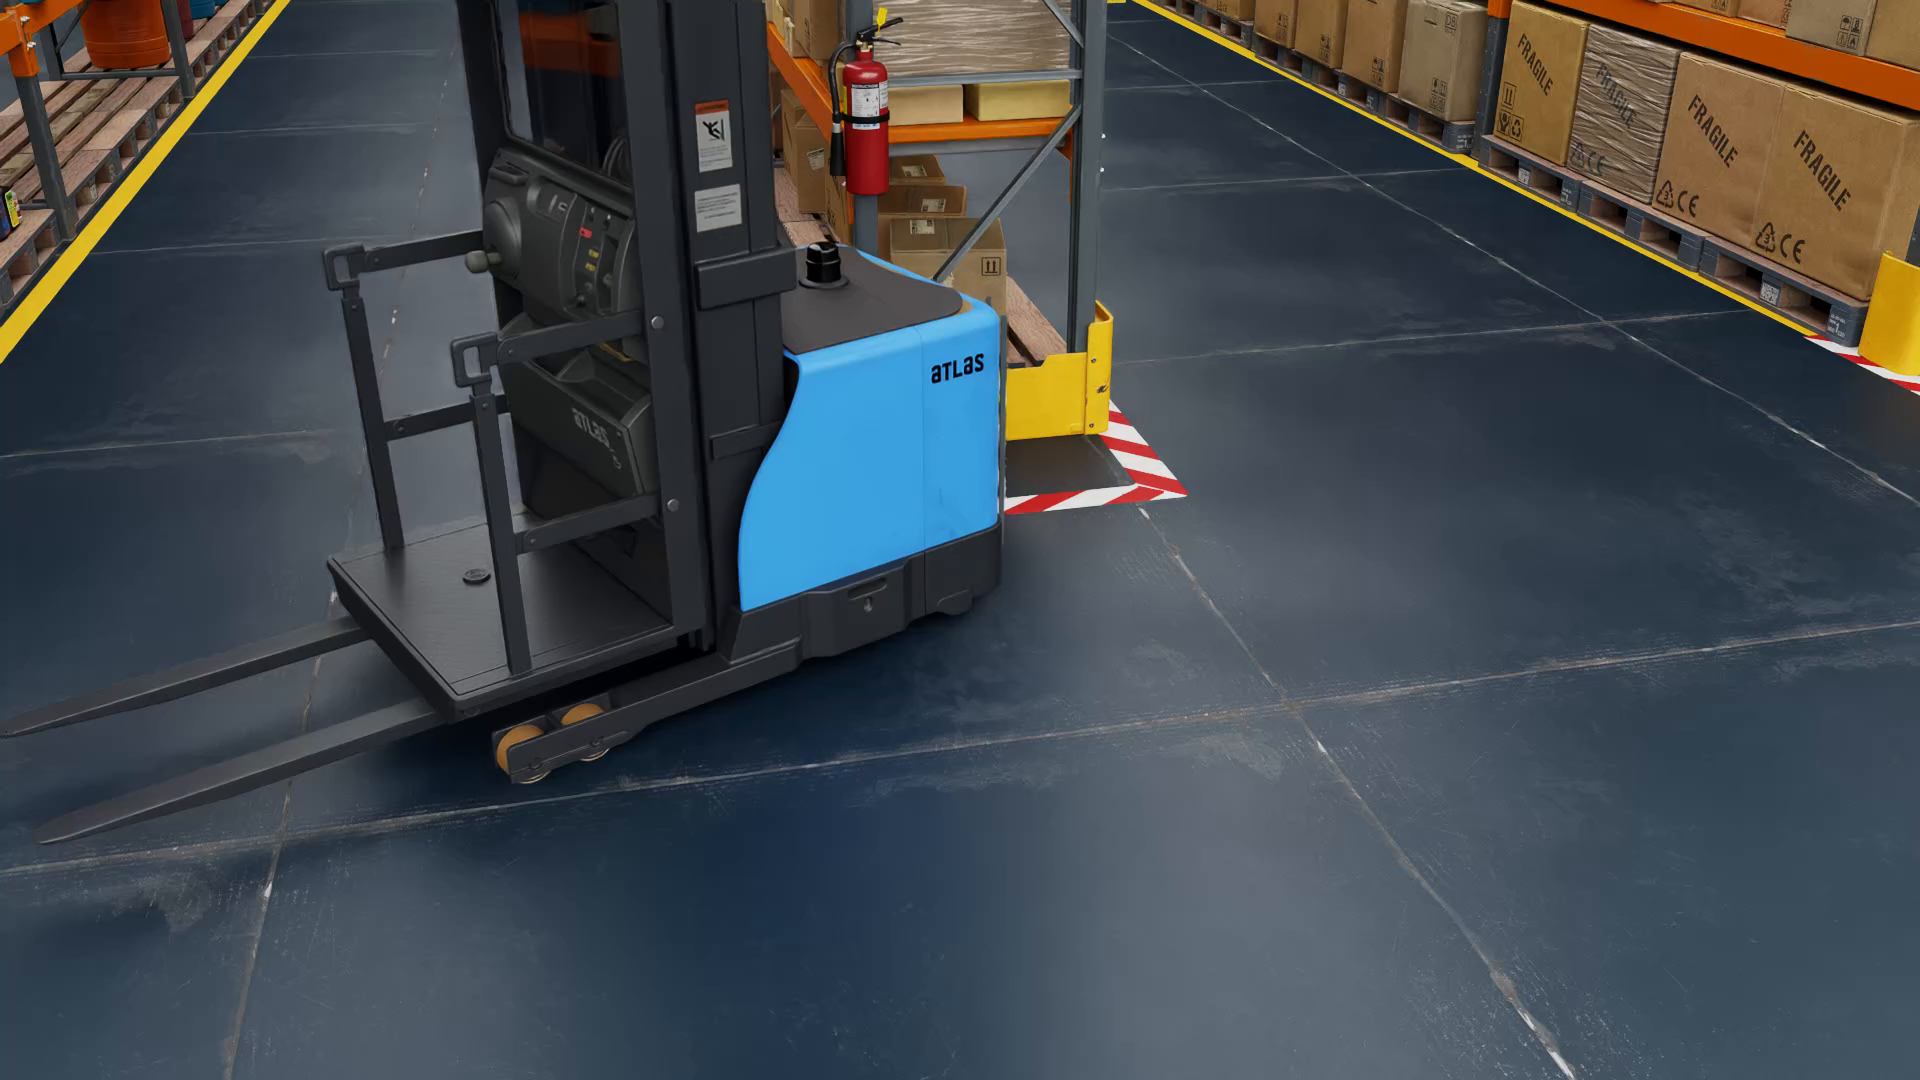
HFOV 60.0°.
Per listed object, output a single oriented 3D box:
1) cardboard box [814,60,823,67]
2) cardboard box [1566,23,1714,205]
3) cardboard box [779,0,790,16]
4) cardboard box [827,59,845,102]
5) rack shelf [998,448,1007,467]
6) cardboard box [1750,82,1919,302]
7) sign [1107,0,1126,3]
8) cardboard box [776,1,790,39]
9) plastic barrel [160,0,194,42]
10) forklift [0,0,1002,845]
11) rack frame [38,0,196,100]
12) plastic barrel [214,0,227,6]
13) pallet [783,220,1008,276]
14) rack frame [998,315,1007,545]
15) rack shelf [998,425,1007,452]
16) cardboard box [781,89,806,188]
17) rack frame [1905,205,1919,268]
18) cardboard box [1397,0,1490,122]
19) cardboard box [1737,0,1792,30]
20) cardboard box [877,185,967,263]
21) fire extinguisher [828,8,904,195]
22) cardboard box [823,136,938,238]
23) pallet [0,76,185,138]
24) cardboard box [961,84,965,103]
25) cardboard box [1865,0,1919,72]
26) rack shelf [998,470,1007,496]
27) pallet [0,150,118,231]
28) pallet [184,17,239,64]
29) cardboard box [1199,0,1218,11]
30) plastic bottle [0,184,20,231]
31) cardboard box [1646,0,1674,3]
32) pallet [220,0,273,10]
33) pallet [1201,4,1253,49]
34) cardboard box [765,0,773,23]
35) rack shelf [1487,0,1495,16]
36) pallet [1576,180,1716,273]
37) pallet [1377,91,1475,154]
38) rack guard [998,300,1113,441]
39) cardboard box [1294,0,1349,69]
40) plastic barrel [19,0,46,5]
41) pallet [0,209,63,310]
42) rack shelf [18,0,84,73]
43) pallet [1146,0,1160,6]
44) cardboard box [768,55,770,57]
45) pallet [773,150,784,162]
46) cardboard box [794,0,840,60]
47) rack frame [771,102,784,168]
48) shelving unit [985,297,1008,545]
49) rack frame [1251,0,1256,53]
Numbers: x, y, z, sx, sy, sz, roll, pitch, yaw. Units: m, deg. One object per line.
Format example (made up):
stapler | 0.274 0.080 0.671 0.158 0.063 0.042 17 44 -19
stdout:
cardboard box | -0.497 -2.326 7.808 0.380 0.149 0.250 -6 27 -12
cardboard box | 4.300 -2.563 9.890 0.875 0.875 0.875 -6 27 -11
cardboard box | -0.433 -2.860 8.147 0.875 0.500 0.500 -6 27 -12
cardboard box | -0.362 -1.993 7.149 0.380 0.149 0.250 -6 27 -12
rack shelf | 0.021 -0.305 6.129 0.258 0.077 0.200 -7 28 -13
cardboard box | 4.704 -1.776 8.332 0.875 0.875 0.875 -6 27 -11
sign | 0.594 -2.229 6.376 0.100 0.325 0.005 -6 27 -12
cardboard box | -0.729 -2.649 8.447 0.380 0.149 0.250 -6 27 -12
plastic barrel | -6.944 -4.616 14.276 0.600 0.588 0.708 -6 27 -12
forklift | -1.337 -0.869 4.718 3.031 2.935 1.130 -19 32 -33
rack frame | -6.563 -4.796 12.423 1.000 3.000 0.127 -6 27 -12
plastic barrel | -7.358 -5.562 15.804 0.600 0.901 0.708 -6 27 -12
pallet | -0.371 -1.470 8.928 1.003 0.211 1.213 -6 27 -12
rack frame | 0.047 -0.371 5.986 0.240 0.900 0.006 -7 28 -13
rack shelf | 0.021 -0.385 6.088 0.258 0.077 0.200 -7 28 -13
cardboard box | -0.785 -2.435 10.053 0.500 0.500 0.500 -7 28 -13
rack frame | 4.921 -2.246 7.371 1.000 3.000 0.127 -6 27 -12
cardboard box | 3.792 -3.449 11.784 1.050 0.750 0.750 -6 27 -12
cardboard box | 4.644 -2.969 8.637 0.875 0.550 0.550 -6 27 -12
cardboard box | -0.227 -1.393 7.989 0.500 0.500 0.500 1 27 2
fire extinguisher | -0.357 -1.655 6.286 0.296 0.674 0.183 -6 27 -12
cardboard box | -0.432 -1.920 9.032 0.500 0.500 0.500 -8 28 -16
pallet | -6.426 -3.207 12.370 1.003 0.211 1.213 -6 27 -12
cardboard box | 0.196 -1.936 7.035 0.380 0.149 0.250 -6 27 -12
cardboard box | 4.793 -2.471 7.651 0.875 0.550 0.550 -6 27 -12
rack shelf | 0.021 -0.224 6.169 0.258 0.077 0.200 -7 28 -13
pallet | -5.876 -2.136 10.247 1.003 0.211 1.213 -6 27 -12
pallet | -7.052 -4.427 14.788 1.003 0.211 1.213 -6 27 -12
cardboard box | 2.602 -5.320 15.770 0.500 0.500 0.500 -5 27 -10
plastic bottle | -5.231 -1.846 9.105 0.061 0.283 0.133 -5 27 -9
cardboard box | 4.267 -3.420 9.531 0.875 0.550 0.550 -6 27 -12
pallet | -7.668 -5.626 17.162 1.003 0.211 1.213 -6 27 -12
pallet | 2.943 -4.857 15.638 1.003 0.211 1.213 -6 27 -12
cardboard box | -0.871 -2.865 8.876 0.380 0.149 0.250 -6 27 -12
rack shelf | 3.569 -4.559 12.752 1.077 0.370 4.000 -6 27 -12
pallet | 4.393 -1.879 9.738 1.003 0.211 1.213 -6 27 -12
pallet | 3.772 -3.088 12.135 1.003 0.211 1.213 -6 27 -12
rack guard | 0.049 -0.704 7.091 1.175 0.500 0.348 -6 27 -12
cardboard box | 3.368 -4.281 13.434 1.050 0.750 0.750 -6 27 -11
plastic barrel | -5.453 -3.464 9.228 0.600 0.901 0.708 -6 27 -12
pallet | -5.551 -1.496 8.980 1.003 0.211 1.213 -6 27 -12
rack shelf | -6.112 -3.597 10.846 1.077 0.370 4.000 -6 27 -12
pallet | 2.393 -5.928 17.760 1.003 0.211 1.213 -6 27 -12
cardboard box | -1.042 -3.106 11.361 0.700 0.500 0.500 -6 27 -12
pallet | -1.013 -2.640 11.246 1.003 0.211 1.213 -6 27 -12
cardboard box | -0.261 -2.416 7.266 0.875 0.500 0.500 -6 27 -12
rack frame | -0.836 -3.543 9.940 1.000 3.000 0.127 -6 27 -12
shelving unit | 0.021 -0.415 6.073 0.258 0.900 0.210 -7 28 -13
rack frame | 3.118 -5.758 14.329 1.000 3.000 0.127 -6 27 -12
